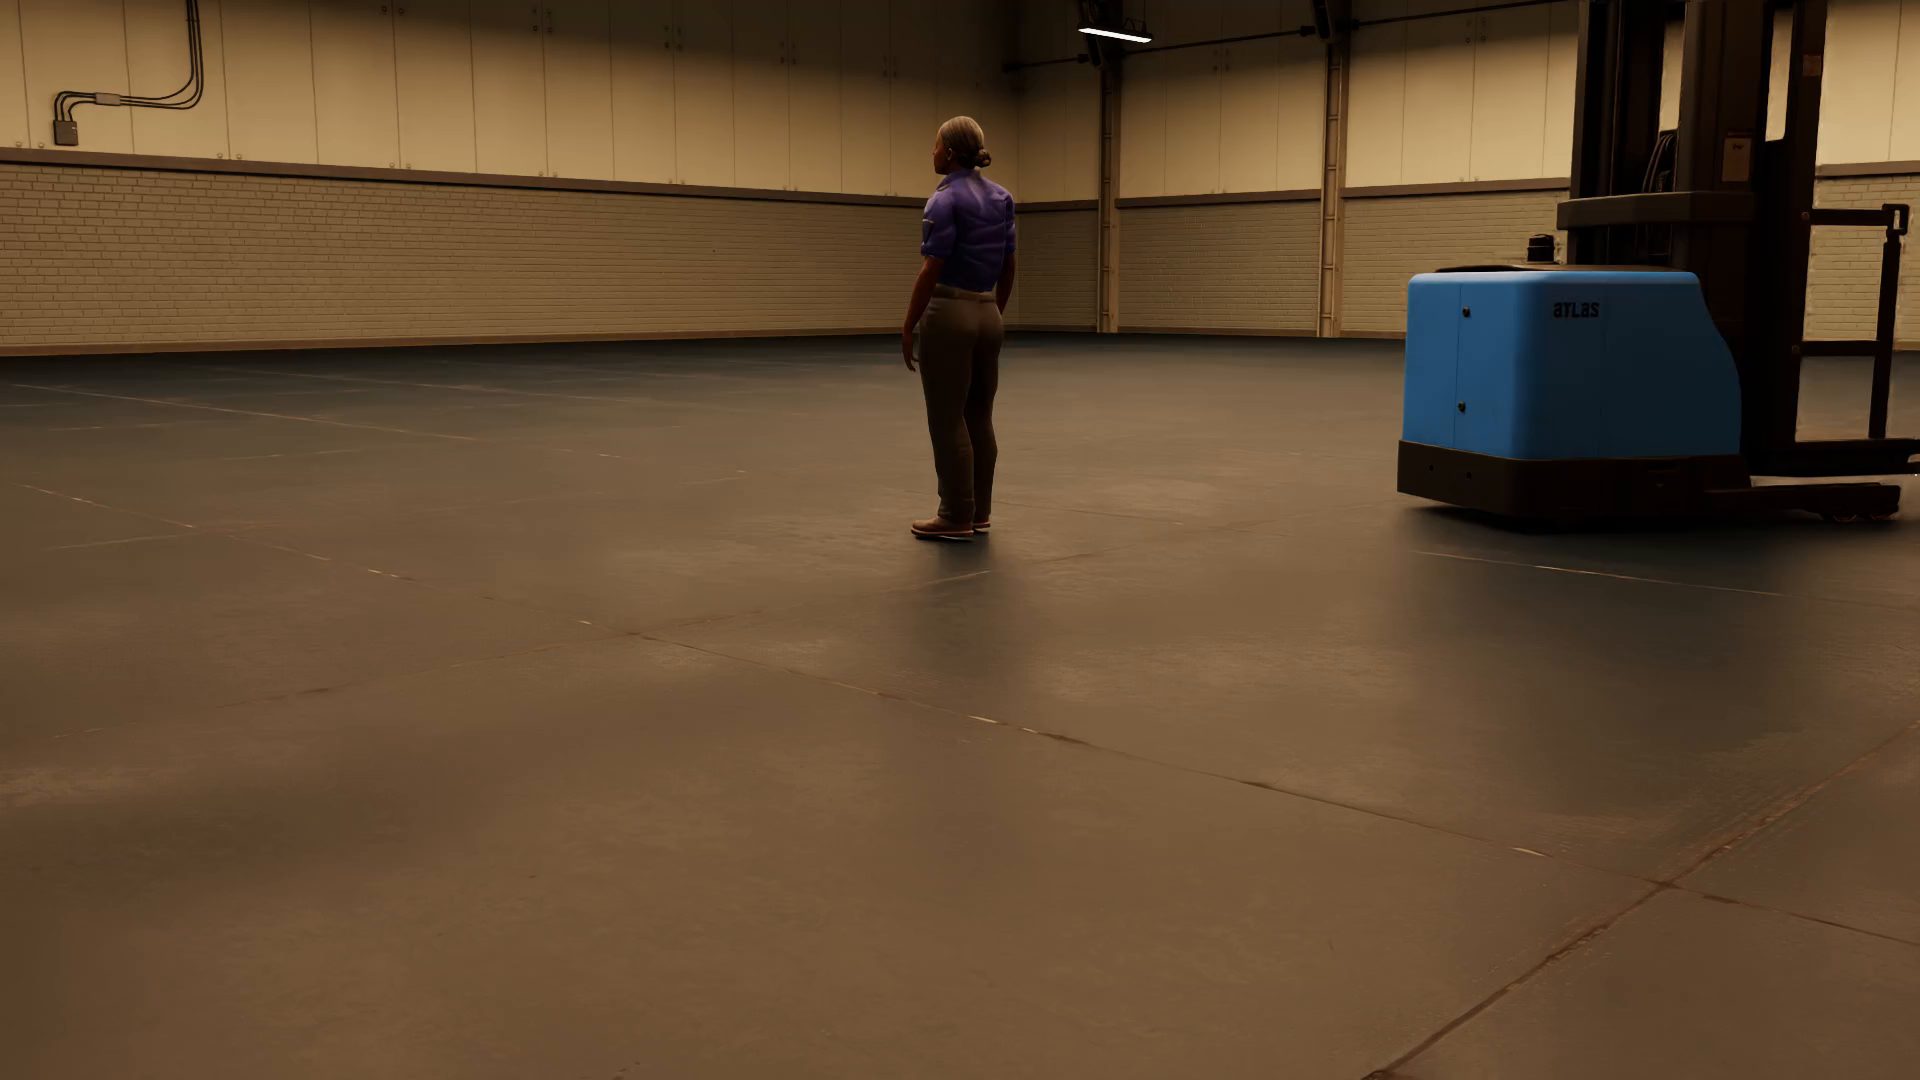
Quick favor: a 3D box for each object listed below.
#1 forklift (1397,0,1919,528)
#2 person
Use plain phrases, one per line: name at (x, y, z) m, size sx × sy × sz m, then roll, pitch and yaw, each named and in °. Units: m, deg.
forklift at (3.607, -1.597, 7.478) m, size 3.031 × 2.935 × 1.130 m, roll -2°, pitch 9°, yaw -15°
person at (-0.049, -0.836, 6.668) m, size 0.504 × 1.654 × 0.569 m, roll 8°, pitch 12°, yaw 43°
